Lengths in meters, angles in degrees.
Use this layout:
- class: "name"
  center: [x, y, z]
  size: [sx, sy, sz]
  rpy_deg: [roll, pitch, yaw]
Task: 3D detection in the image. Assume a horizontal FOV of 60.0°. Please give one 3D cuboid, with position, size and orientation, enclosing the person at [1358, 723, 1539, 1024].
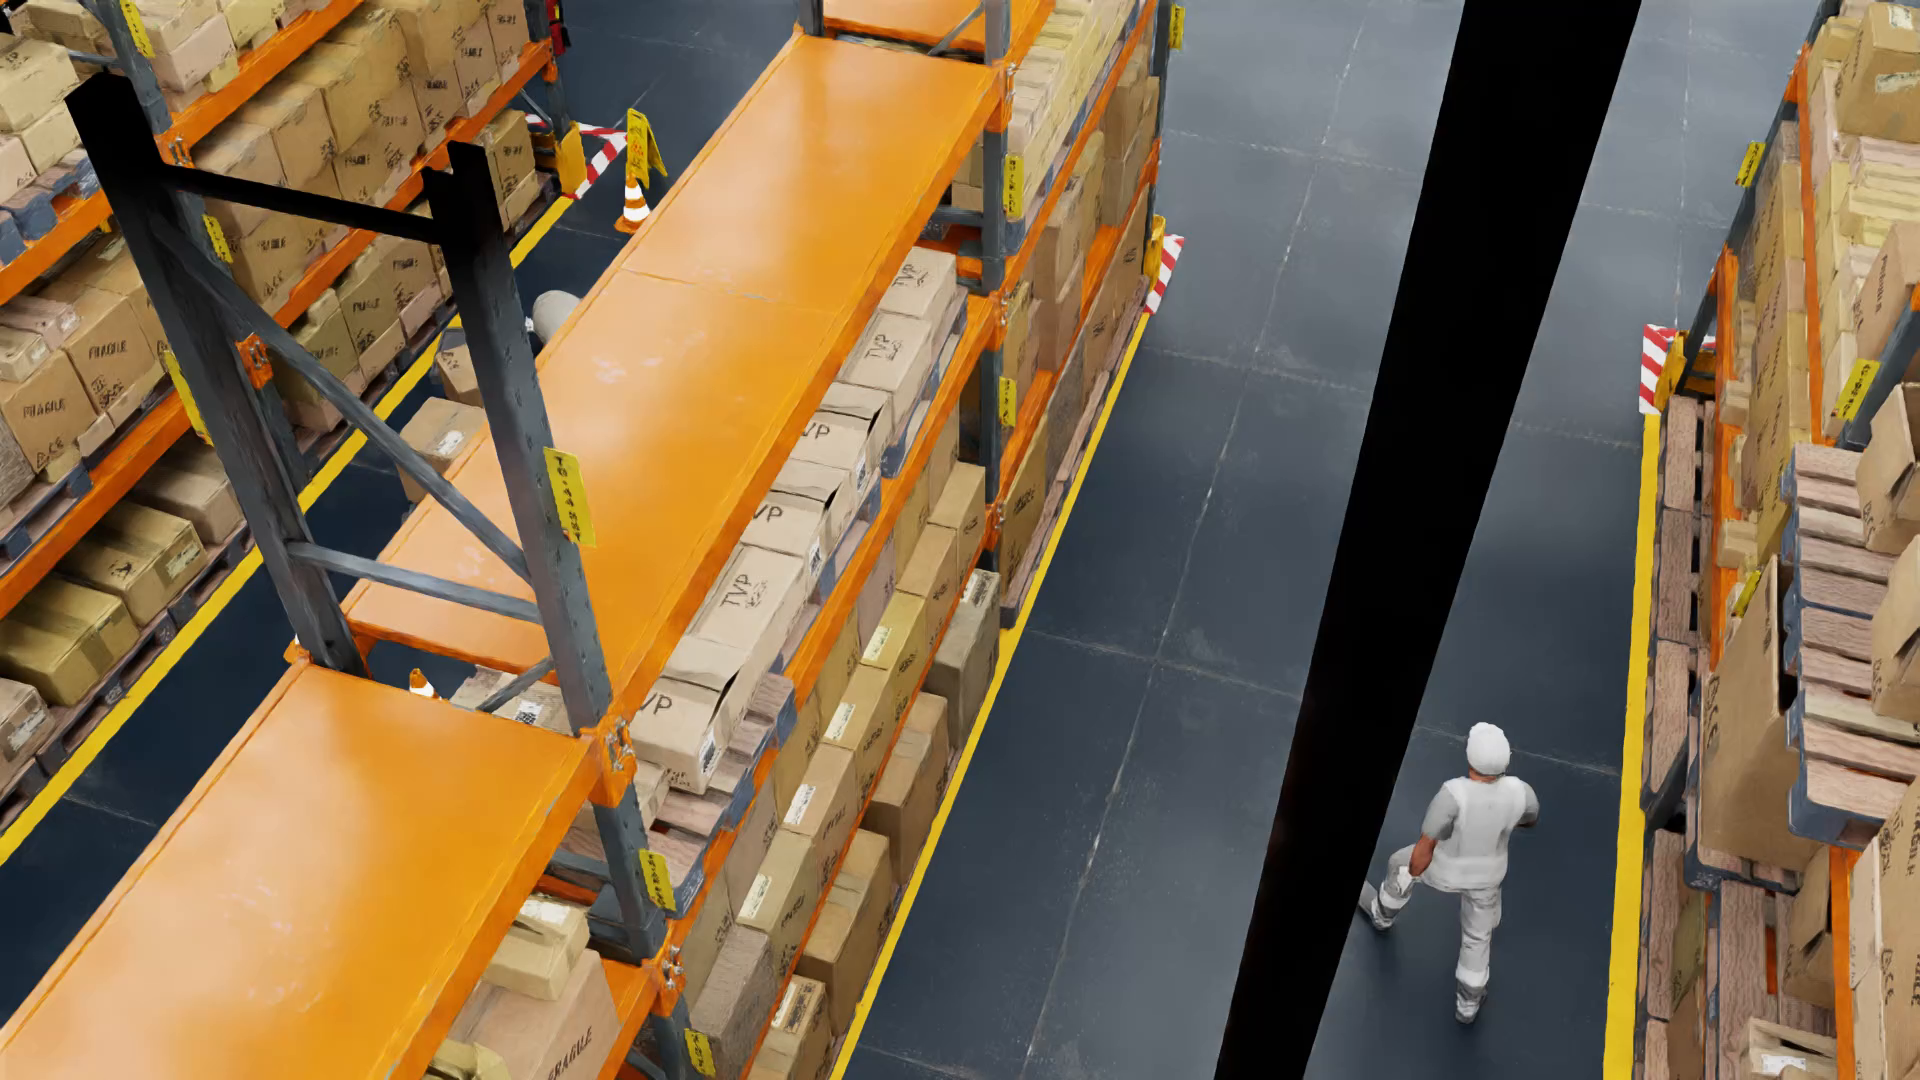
- class: "person"
  center: [2.501, 1.623, 8.336]
  size: [0.676, 1.719, 0.842]
  rpy_deg: [1, 46, 1]
